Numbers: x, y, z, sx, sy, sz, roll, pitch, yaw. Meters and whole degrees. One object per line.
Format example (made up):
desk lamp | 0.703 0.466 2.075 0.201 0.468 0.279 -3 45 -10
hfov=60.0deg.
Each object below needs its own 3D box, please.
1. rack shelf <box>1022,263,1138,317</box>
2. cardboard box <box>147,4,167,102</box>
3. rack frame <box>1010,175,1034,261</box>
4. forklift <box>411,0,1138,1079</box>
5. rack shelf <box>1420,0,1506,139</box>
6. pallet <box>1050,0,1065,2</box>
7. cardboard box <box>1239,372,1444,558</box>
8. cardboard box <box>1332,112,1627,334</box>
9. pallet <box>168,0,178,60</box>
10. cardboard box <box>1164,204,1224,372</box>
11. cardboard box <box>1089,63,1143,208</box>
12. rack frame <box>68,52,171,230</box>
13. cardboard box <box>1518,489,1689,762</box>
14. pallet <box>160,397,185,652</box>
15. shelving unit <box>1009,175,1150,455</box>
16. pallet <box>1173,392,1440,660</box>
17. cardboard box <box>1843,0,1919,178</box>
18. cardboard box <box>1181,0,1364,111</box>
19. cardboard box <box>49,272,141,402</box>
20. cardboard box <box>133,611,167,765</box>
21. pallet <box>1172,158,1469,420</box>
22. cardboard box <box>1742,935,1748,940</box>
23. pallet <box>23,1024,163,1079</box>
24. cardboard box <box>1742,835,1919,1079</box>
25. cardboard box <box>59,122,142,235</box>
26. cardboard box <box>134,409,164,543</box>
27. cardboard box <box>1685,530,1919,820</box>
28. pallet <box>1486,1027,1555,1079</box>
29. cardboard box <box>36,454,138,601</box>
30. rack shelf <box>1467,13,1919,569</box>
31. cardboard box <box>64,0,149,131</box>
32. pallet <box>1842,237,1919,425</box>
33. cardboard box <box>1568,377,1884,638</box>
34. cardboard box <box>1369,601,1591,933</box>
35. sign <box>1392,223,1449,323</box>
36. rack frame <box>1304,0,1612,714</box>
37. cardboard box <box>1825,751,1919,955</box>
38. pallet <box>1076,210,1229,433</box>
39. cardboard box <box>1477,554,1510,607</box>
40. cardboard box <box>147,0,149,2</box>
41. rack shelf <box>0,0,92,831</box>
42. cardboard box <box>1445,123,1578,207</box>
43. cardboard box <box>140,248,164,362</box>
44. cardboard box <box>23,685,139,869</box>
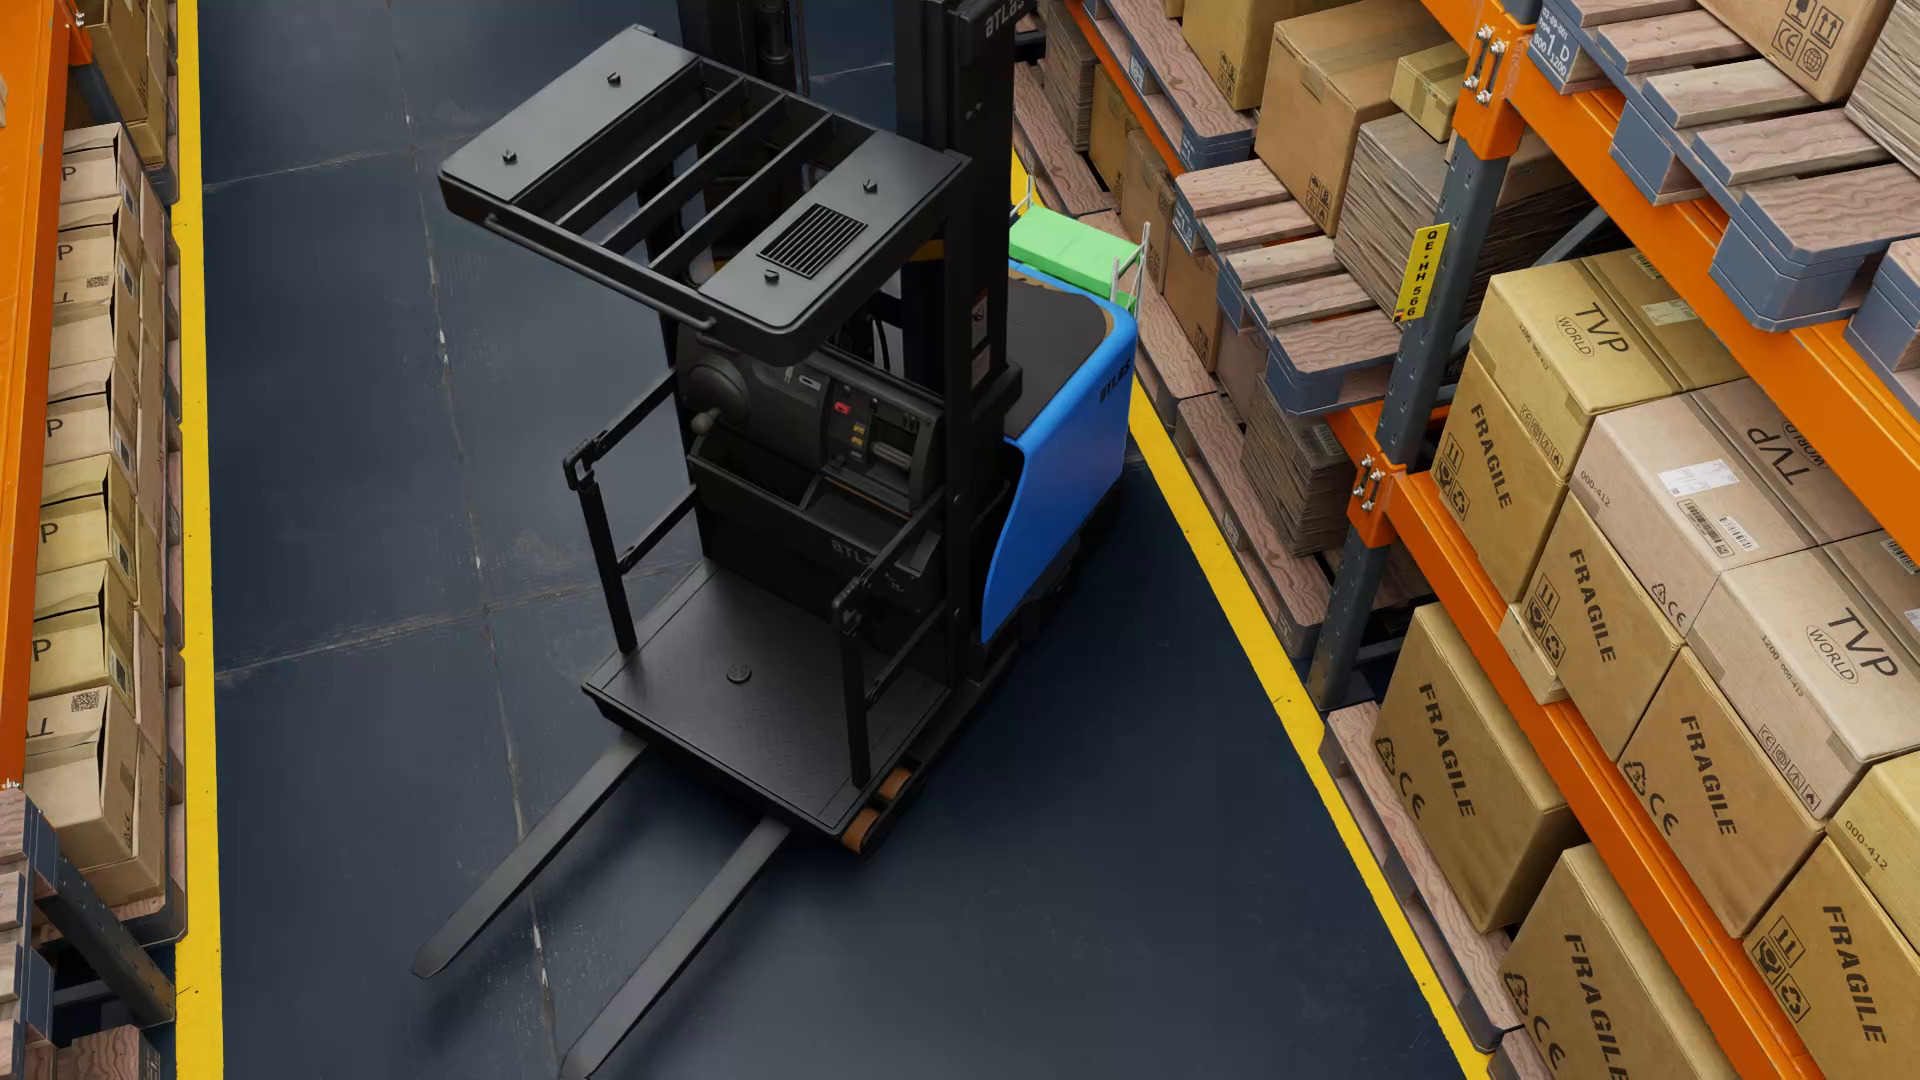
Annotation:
rack shelf | 0.402 -0.883 6.268 0.480 0.148 0.258 27 55 21
cardboard box | -4.147 -2.319 8.057 0.500 0.250 0.500 -13 51 -11
rack frame | 0.198 -0.871 6.489 0.015 1.200 0.240 27 55 21
forklift | -0.588 -0.302 4.878 1.130 2.935 3.031 27 55 21
rack shelf | 1.166 -2.693 5.357 1.077 0.370 4.000 -13 51 -11
pallet | 0.661 -2.766 7.035 1.003 0.211 1.213 -13 51 -11
cardboard box | 1.494 -0.348 6.218 0.700 0.500 0.500 -13 51 -10
cardboard box | 1.609 -1.013 5.078 0.700 0.500 0.500 -19 52 -15
pallet | -4.716 -2.881 8.830 1.003 0.211 1.213 -13 51 -11
cardboard box | 1.279 -1.107 6.858 0.700 0.500 0.500 -14 51 -11
cardboard box | 1.009 -1.855 7.489 0.700 0.500 0.500 -14 51 -12
rack frame | -4.157 -2.296 6.514 1.000 3.000 0.127 -13 51 -11
cardboard box | 1.802 0.165 4.166 0.500 0.500 0.500 -12 51 -10
pallet | -3.537 0.024 6.381 1.003 0.211 1.213 -13 51 -11
shelving unit | 0.402 -0.769 6.403 0.503 1.200 0.258 27 55 21
pallet | 1.527 -0.170 6.545 1.003 0.211 1.213 -13 51 -11
cardboard box | 2.162 -0.922 3.040 0.700 0.500 0.500 -16 52 -13
cardboard box | 1.219 -1.918 5.841 0.700 0.500 0.500 -13 51 -11
cardboard box | -3.458 -0.752 6.368 0.500 0.311 0.500 -13 51 -11
cardboard box | -2.998 0.560 5.629 0.500 0.250 0.500 -15 51 -12
pallet | 1.445 -0.932 5.489 1.213 0.211 1.003 -13 51 -11
cardboard box | 2.040 0.803 4.052 0.380 0.149 0.250 -13 51 -10
pallet | -2.789 2.078 4.650 1.003 0.211 1.213 -13 51 -11
cardboard box | 2.109 0.906 3.541 0.500 0.500 0.500 -12 51 -10
cardboard box | -3.763 -1.495 6.995 0.500 0.311 0.500 -13 51 -11
cardboard box | -3.308 -0.193 6.264 0.500 0.250 0.500 -12 51 -10
cardboard box | 1.956 0.273 3.584 0.500 0.250 0.500 -13 51 -11
pallet | 2.275 1.883 4.814 1.003 0.211 1.213 -13 51 -11
cardboard box | -3.160 -0.008 5.742 0.500 0.311 0.500 -15 51 -12
rack shelf | 2.349 0.228 2.894 1.077 0.370 4.000 -13 51 -11
cardboard box | -3.995 -2.197 7.463 0.500 0.500 0.500 -13 51 -11
pallet | 2.332 -0.129 2.848 1.003 0.211 1.213 -11 51 -9
cardboard box | 1.805 -0.092 3.891 0.500 0.250 0.500 -14 51 -11
cardboard box | 1.849 0.627 5.181 0.750 0.750 0.750 -14 51 -11
sign | 1.242 -0.716 4.476 0.100 0.325 0.005 -13 51 -11
rack frame | 1.757 -0.498 4.997 1.000 3.000 0.127 -13 51 -11
cardboard box | 2.113 0.644 3.271 0.500 0.250 0.500 -14 51 -12
pallet | 1.170 -1.059 7.295 1.003 0.211 1.213 -13 51 -11
cardboard box | 1.699 0.056 4.682 0.380 0.149 0.250 -13 51 -10
cardboard box | -4.291 -2.927 8.079 0.500 0.500 0.500 -13 51 -11
rack shelf | -3.565 -0.604 5.557 1.077 0.370 4.000 -13 51 -11
cardboard box | 1.626 -1.126 4.750 0.380 0.149 0.250 -19 53 -16
cardboard box | -3.609 -0.938 6.892 0.500 0.250 0.500 -14 51 -12
cardboard box | -2.848 0.746 5.106 0.500 0.311 0.500 -12 51 -10
